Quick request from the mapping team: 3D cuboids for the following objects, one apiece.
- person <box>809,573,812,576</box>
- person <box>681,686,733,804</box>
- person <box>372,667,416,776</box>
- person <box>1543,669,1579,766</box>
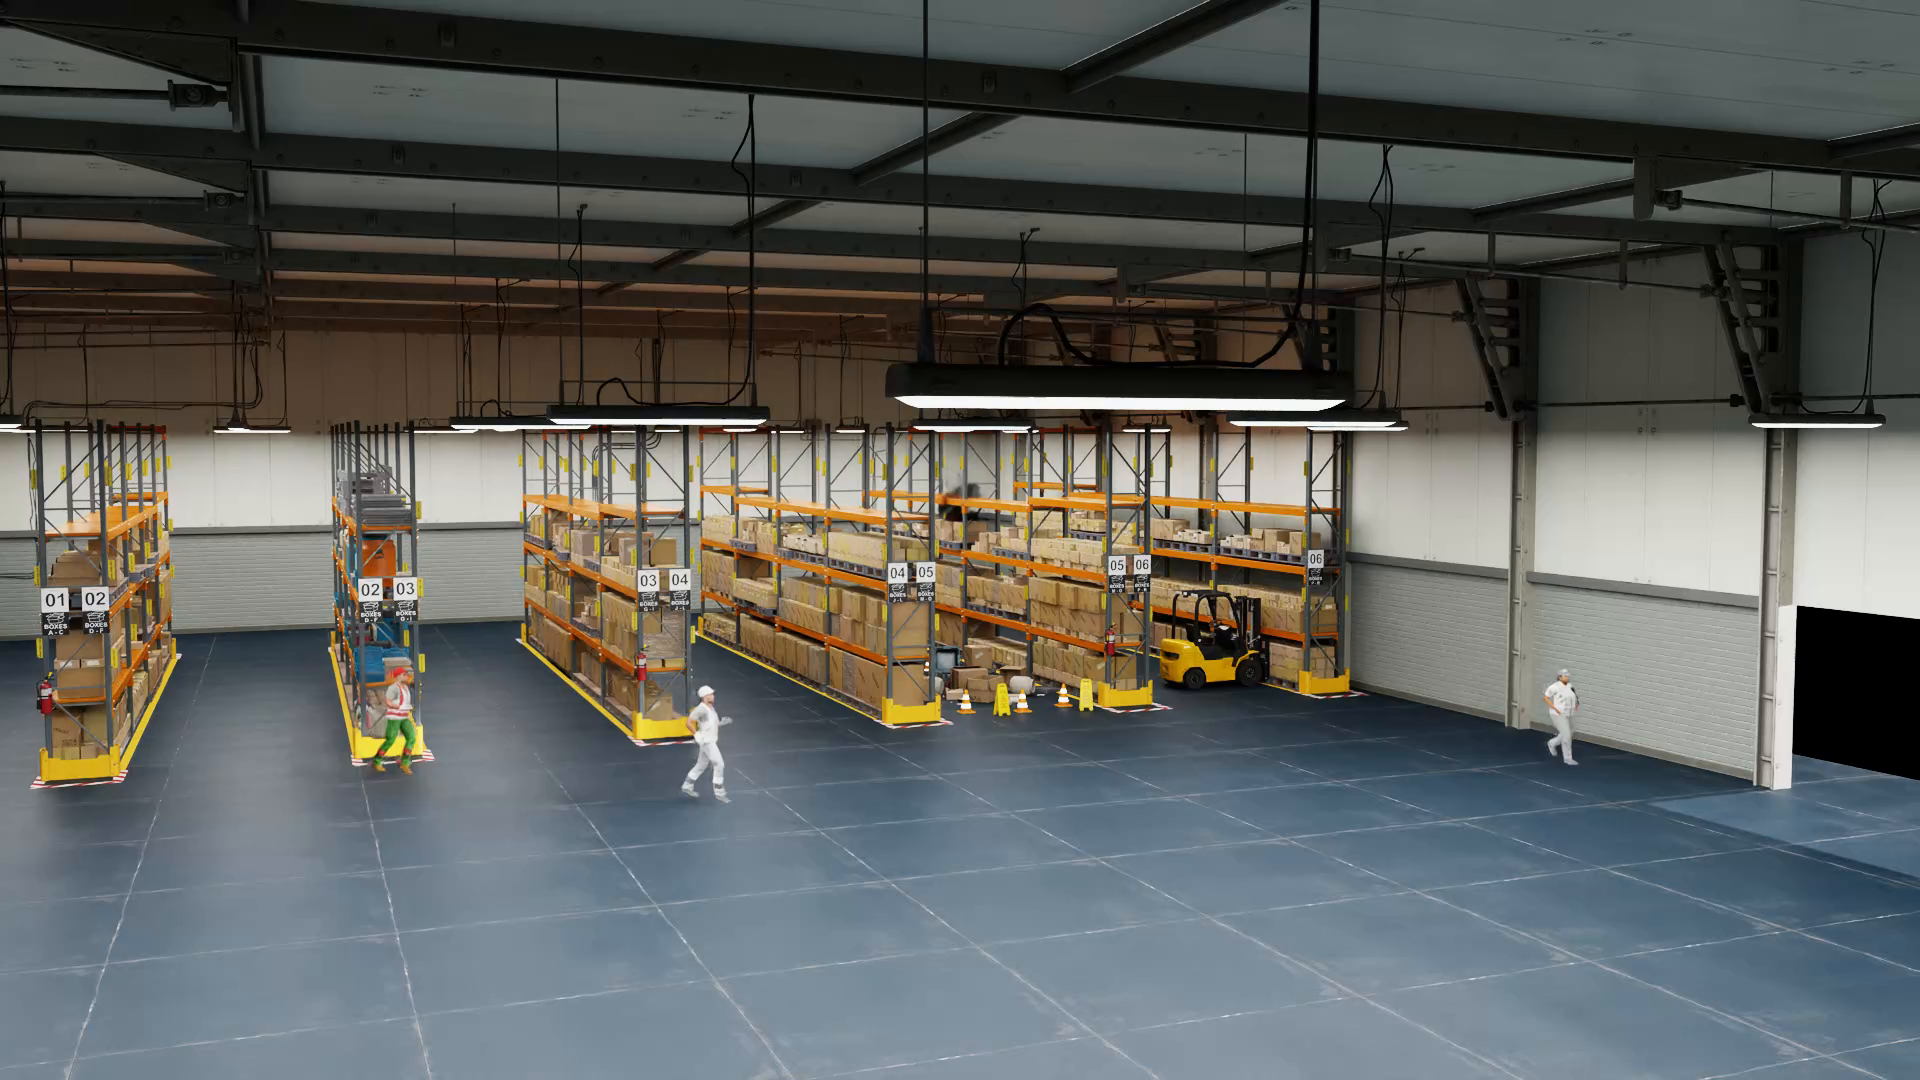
[{"bbox_3d":[-4.455,1.791,50.712,0.616,1.569,0.564,-1,4,-13],"label":"person"},{"bbox_3d":[-3.958,3.193,25.940,0.836,1.838,0.652,0,4,-1],"label":"person"},{"bbox_3d":[-9.560,3.065,28.237,0.759,1.813,0.680,1,4,15],"label":"person"},{"bbox_3d":[10.534,3.077,29.116,0.615,1.652,0.743,-2,4,-30],"label":"person"}]
